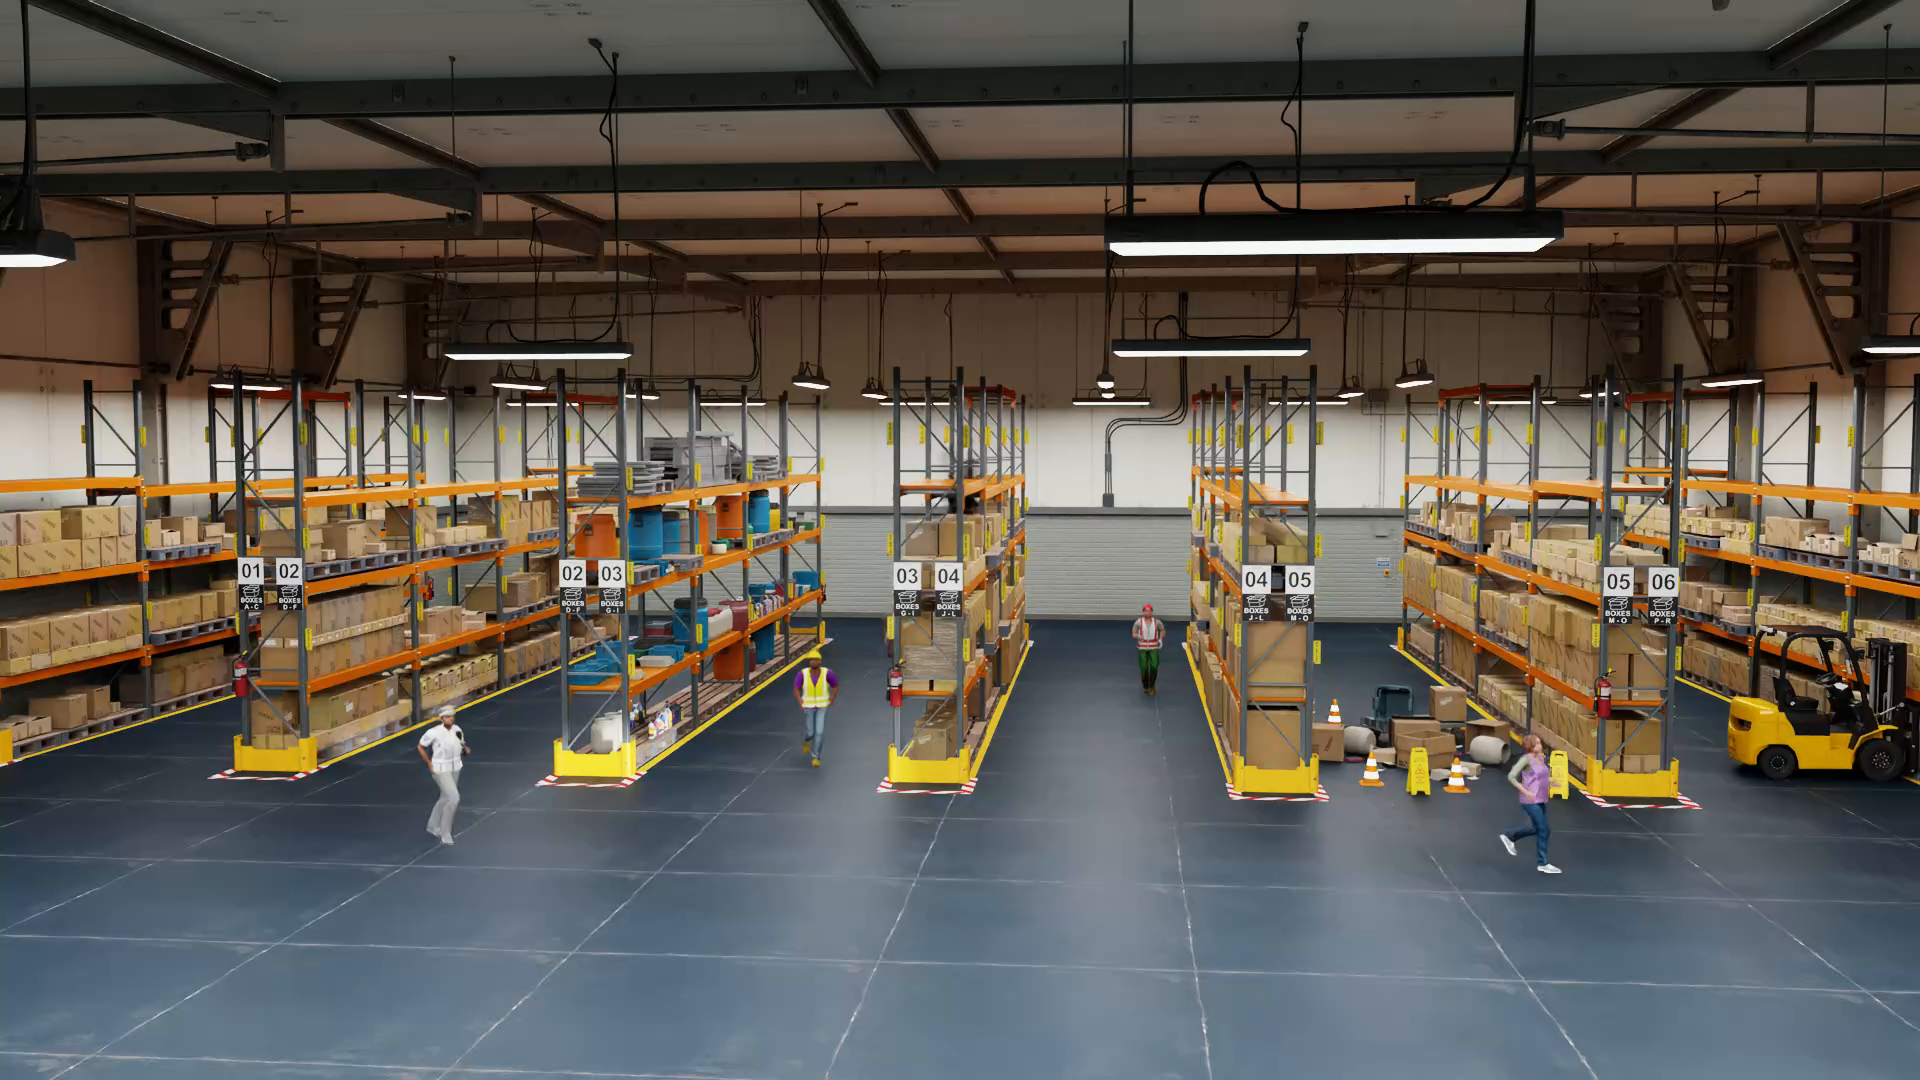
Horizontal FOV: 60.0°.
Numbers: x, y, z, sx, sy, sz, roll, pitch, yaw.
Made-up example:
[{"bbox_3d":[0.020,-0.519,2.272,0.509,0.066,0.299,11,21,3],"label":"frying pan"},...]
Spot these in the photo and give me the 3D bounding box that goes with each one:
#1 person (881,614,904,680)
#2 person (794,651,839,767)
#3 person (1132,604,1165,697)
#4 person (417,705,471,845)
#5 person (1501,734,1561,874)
[{"bbox_3d":[-1.216,2.083,33.010,0.715,1.735,0.826,0,4,1],"label":"person"},{"bbox_3d":[-2.197,2.561,25.507,0.700,1.743,0.684,0,4,-4],"label":"person"},{"bbox_3d":[3.629,2.128,31.987,0.634,1.789,0.648,0,4,6],"label":"person"},{"bbox_3d":[-6.335,2.898,20.577,0.717,1.754,0.545,2,4,32],"label":"person"},{"bbox_3d":[6.590,3.020,19.211,0.548,1.567,0.794,-3,5,-42],"label":"person"}]
